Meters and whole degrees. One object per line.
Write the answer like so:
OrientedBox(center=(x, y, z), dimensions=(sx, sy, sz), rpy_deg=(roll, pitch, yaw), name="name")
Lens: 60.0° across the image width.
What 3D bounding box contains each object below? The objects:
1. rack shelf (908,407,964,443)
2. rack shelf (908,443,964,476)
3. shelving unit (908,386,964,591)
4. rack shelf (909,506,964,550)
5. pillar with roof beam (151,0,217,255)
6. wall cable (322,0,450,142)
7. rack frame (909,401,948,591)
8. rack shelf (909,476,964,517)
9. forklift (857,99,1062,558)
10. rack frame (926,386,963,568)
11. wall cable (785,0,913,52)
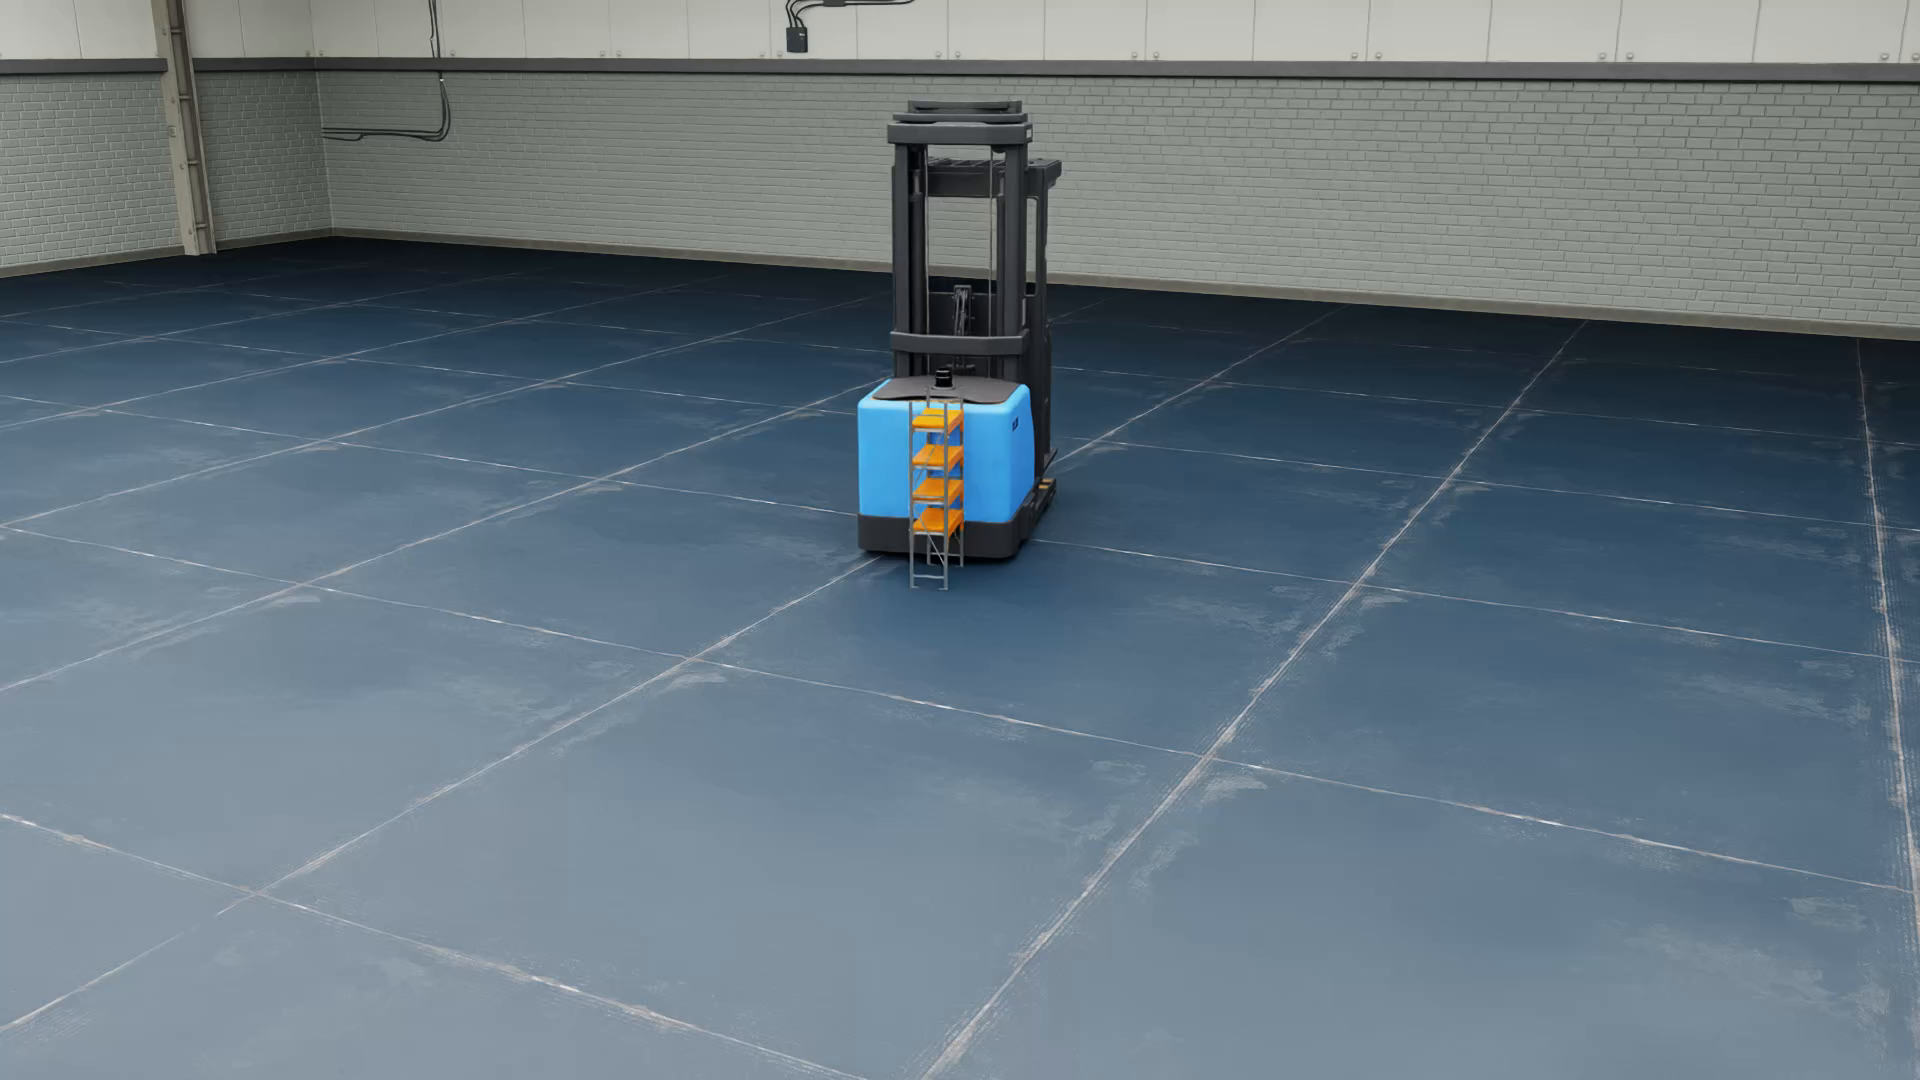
OrientedBox(center=(-0.146, -0.710, 10.428), dimensions=(0.258, 0.148, 0.480), rpy_deg=(3, 17, 11), name="rack shelf")
OrientedBox(center=(-0.146, -0.483, 10.495), dimensions=(0.258, 0.148, 0.480), rpy_deg=(3, 17, 11), name="rack shelf")
OrientedBox(center=(-0.146, -0.333, 10.540), dimensions=(0.258, 1.200, 0.503), rpy_deg=(3, 17, 11), name="shelving unit")
OrientedBox(center=(-0.146, -0.079, 10.615), dimensions=(0.258, 0.148, 0.480), rpy_deg=(3, 17, 11), name="rack shelf")
OrientedBox(center=(-8.677, -8.490, 24.303), dimensions=(9.100, 9.000, 0.400), rpy_deg=(8, 18, 25), name="pillar with roof beam")
OrientedBox(center=(-10.029, -8.131, 28.549), dimensions=(3.097, 2.526, 0.112), rpy_deg=(8, 18, 25), name="wall cable")
OrientedBox(center=(-0.195, -0.265, 10.311), dimensions=(0.240, 1.200, 0.015), rpy_deg=(3, 17, 11), name="rack frame")
OrientedBox(center=(-0.146, -0.269, 10.559), dimensions=(0.258, 0.148, 0.480), rpy_deg=(3, 17, 11), name="rack shelf")
OrientedBox(center=(0.115, -1.664, 11.978), dimensions=(1.130, 2.935, 3.031), rpy_deg=(3, 17, 11), name="forklift")
OrientedBox(center=(-0.097, -0.401, 10.769), dimensions=(0.240, 1.200, 0.015), rpy_deg=(3, 17, 11), name="rack frame")
OrientedBox(center=(-1.543, -10.038, 23.542), dimensions=(2.305, 6.003, 0.169), rpy_deg=(8, 18, 25), name="wall cable")
